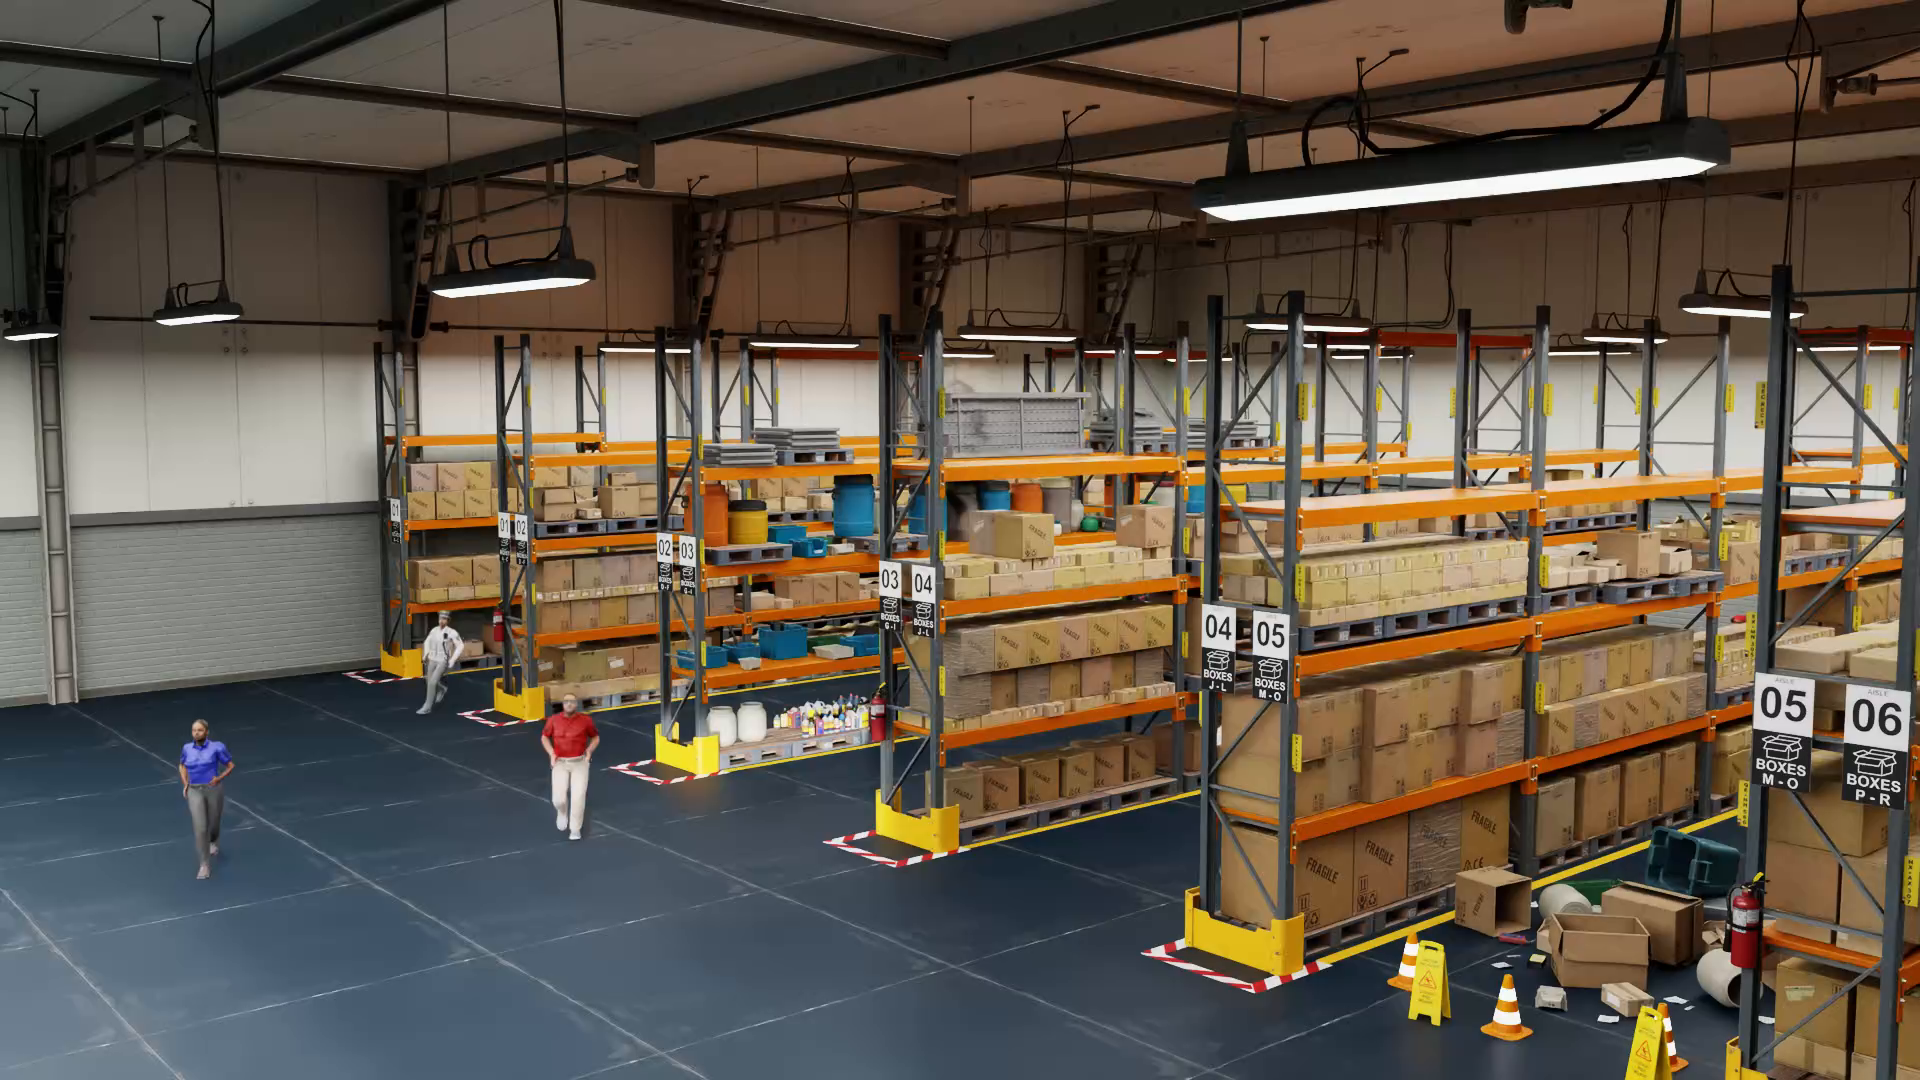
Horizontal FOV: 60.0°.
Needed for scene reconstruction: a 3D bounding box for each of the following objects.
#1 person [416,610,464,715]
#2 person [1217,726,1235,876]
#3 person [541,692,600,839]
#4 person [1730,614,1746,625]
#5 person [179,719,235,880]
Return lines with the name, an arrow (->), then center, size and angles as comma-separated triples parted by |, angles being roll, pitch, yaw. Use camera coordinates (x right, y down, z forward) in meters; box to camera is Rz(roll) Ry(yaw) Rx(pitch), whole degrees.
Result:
person -> -8.279, 1.933, 26.519 | 0.674, 1.642, 0.728 | 1, 5, 16
person -> 2.932, 2.624, 17.910 | 0.688, 1.785, 0.887 | 3, 6, 33
person -> -4.470, 2.588, 19.108 | 0.660, 1.673, 0.622 | -1, 5, -11
person -> 11.781, 1.996, 25.299 | 0.597, 1.738, 0.659 | -5, 7, -41
person -> -8.076, 2.779, 17.834 | 0.574, 1.572, 0.773 | -1, 5, -16
